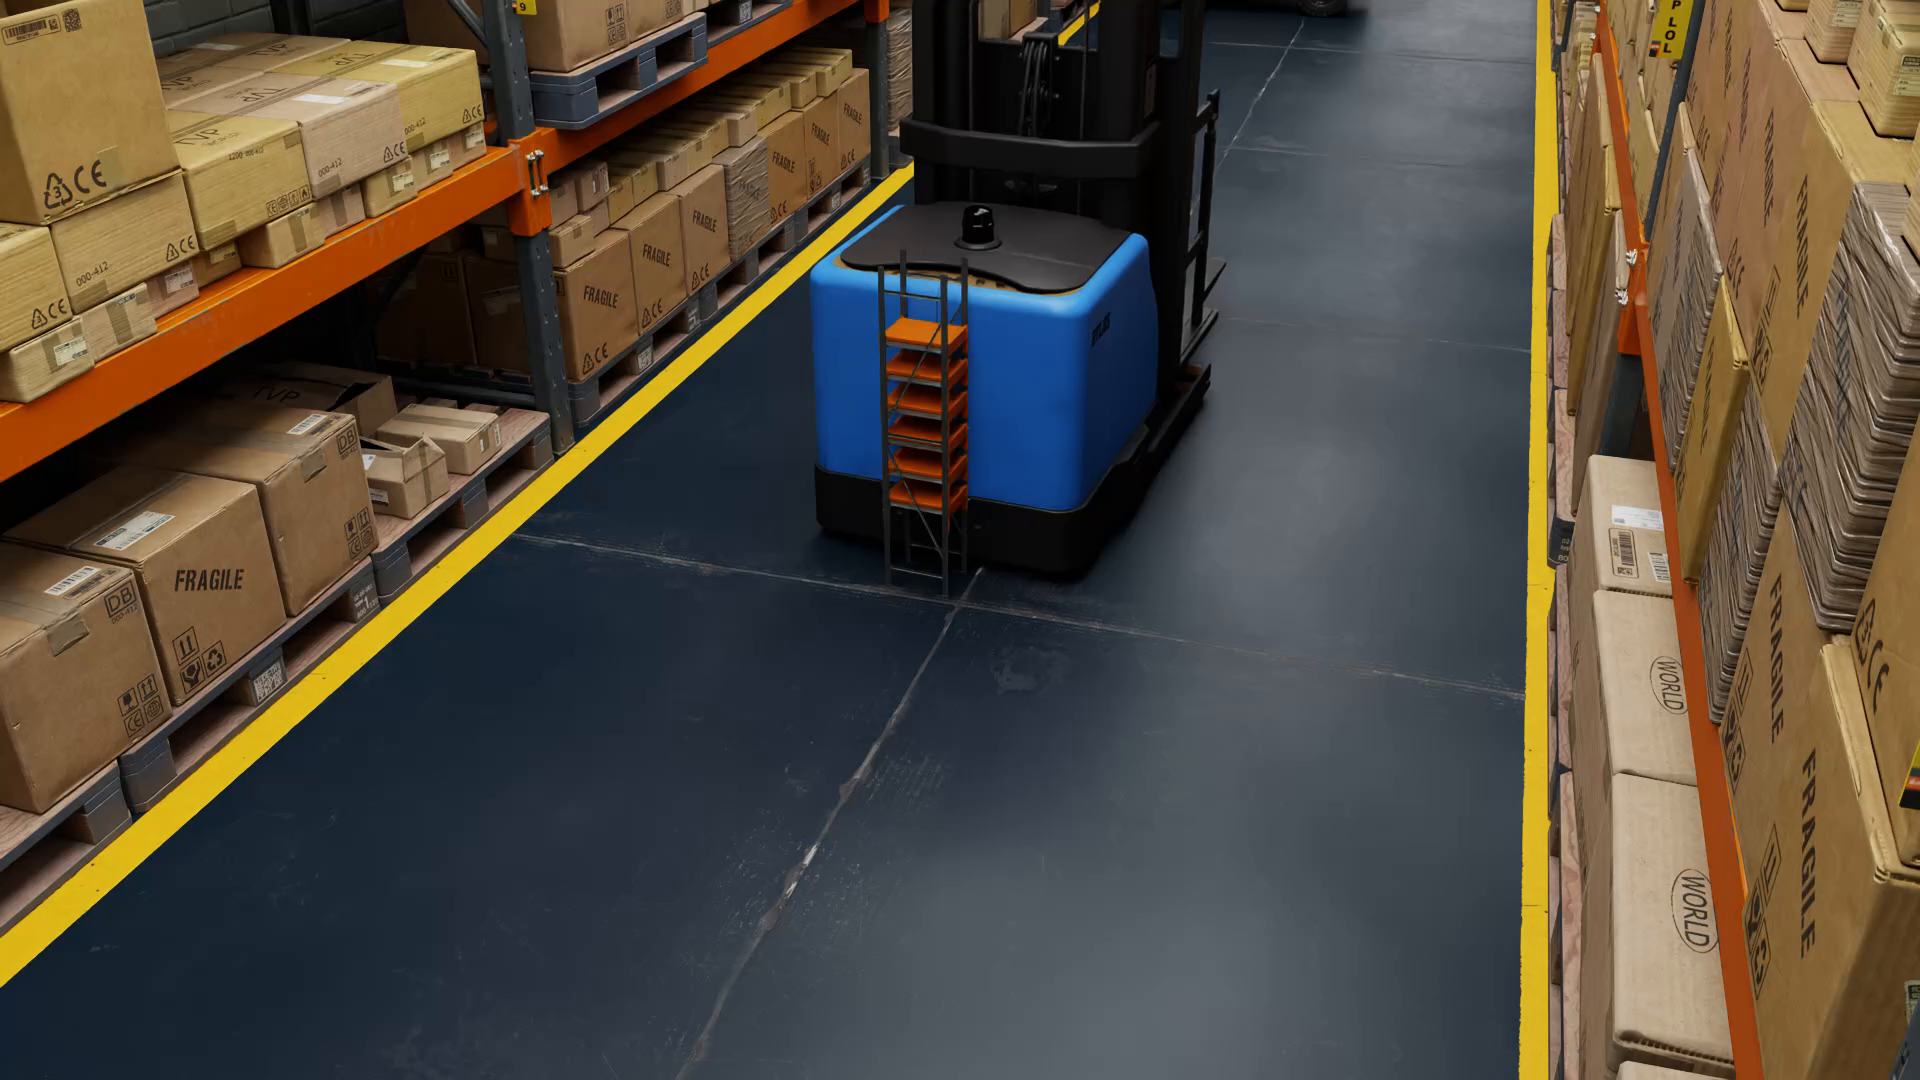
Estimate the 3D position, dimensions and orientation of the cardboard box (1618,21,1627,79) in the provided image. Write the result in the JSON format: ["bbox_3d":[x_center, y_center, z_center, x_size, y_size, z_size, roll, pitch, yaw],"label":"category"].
[{"bbox_3d":[3.137,-2.161,7.204,0.500,0.250,0.500,9,30,17],"label":"cardboard box"}]

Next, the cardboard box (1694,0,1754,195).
[{"bbox_3d":[2.115,-1.104,4.017,0.500,0.500,0.500,8,30,14],"label":"cardboard box"}]

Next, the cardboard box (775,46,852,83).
[{"bbox_3d":[-0.835,-2.718,9.523,0.380,0.149,0.250,7,30,12],"label":"cardboard box"}]

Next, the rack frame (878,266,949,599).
[{"bbox_3d":[-0.153,-0.338,5.624,0.240,1.200,0.006,11,31,18],"label":"rack frame"}]

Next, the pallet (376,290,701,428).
[{"bbox_3d":[-1.903,-0.915,7.678,1.003,0.211,1.213,8,30,15],"label":"pallet"}]

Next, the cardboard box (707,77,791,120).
[{"bbox_3d":[-1.126,-2.355,8.869,0.380,0.149,0.250,9,30,16],"label":"cardboard box"}]

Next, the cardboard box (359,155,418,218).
[{"bbox_3d":[-2.067,-1.208,5.594,0.380,0.149,0.250,9,30,16],"label":"cardboard box"}]

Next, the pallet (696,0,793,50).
[{"bbox_3d":[-1.498,-2.621,8.073,1.003,0.211,1.213,8,30,15],"label":"pallet"}]

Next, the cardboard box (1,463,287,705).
[{"bbox_3d":[-2.471,0.124,5.082,0.500,0.500,0.500,9,30,16],"label":"cardboard box"}]

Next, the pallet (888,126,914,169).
[{"bbox_3d":[-0.653,-2.768,11.008,1.003,0.211,1.213,8,30,15],"label":"pallet"}]

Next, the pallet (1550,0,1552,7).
[{"bbox_3d":[5.868,-4.994,15.010,1.003,0.211,1.213,8,30,15],"label":"pallet"}]

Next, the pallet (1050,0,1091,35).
[{"bbox_3d":[0.516,-4.613,14.325,1.003,0.211,1.213,8,30,15],"label":"pallet"}]

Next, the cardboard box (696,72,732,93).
[{"bbox_3d":[-1.483,-2.539,9.201,0.380,0.149,0.250,9,30,16],"label":"cardboard box"}]

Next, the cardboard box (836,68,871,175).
[{"bbox_3d":[-0.851,-2.473,9.750,0.500,0.500,0.500,9,30,16],"label":"cardboard box"}]

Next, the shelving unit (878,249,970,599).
[{"bbox_3d":[-0.120,-0.380,5.698,0.258,1.200,0.189,11,31,18],"label":"shelving unit"}]

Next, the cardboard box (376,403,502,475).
[{"bbox_3d":[-1.989,-0.387,6.361,0.380,0.149,0.250,8,30,13],"label":"cardboard box"}]

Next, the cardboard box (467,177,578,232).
[{"bbox_3d":[-1.804,-1.392,6.833,0.380,0.149,0.250,8,30,14],"label":"cardboard box"}]

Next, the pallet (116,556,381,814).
[{"bbox_3d":[-2.665,0.356,5.393,1.003,0.211,1.213,8,30,15],"label":"pallet"}]

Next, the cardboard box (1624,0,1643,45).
[{"bbox_3d":[2.957,-2.152,6.672,0.500,0.250,0.500,9,30,16],"label":"cardboard box"}]

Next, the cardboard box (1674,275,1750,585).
[{"bbox_3d":[1.797,-0.204,3.428,0.500,0.500,0.500,9,30,16],"label":"cardboard box"}]

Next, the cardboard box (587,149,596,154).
[{"bbox_3d":[-1.956,-1.817,7.903,0.380,0.149,0.250,9,30,16],"label":"cardboard box"}]

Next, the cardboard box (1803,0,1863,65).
[{"bbox_3d":[1.834,-0.993,3.151,0.380,0.149,0.250,9,30,15],"label":"cardboard box"}]

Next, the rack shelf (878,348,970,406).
[{"bbox_3d":[-0.120,-0.550,5.603,0.258,0.103,0.180,11,31,18],"label":"rack shelf"}]

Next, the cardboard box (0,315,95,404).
[{"bbox_3d":[-2.496,-0.487,4.298,0.380,0.149,0.250,8,30,13],"label":"cardboard box"}]

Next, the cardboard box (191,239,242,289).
[{"bbox_3d":[-2.401,-0.863,4.975,0.380,0.149,0.250,9,30,16],"label":"cardboard box"}]

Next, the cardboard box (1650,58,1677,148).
[{"bbox_3d":[2.537,-1.436,5.386,0.500,0.250,0.500,8,30,15],"label":"cardboard box"}]

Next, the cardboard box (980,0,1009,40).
[{"bbox_3d":[-0.135,-4.010,12.384,0.875,0.625,0.625,8,30,14],"label":"cardboard box"}]

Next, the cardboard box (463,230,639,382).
[{"bbox_3d":[-1.749,-1.034,7.163,0.500,0.500,0.500,10,31,17],"label":"cardboard box"}]

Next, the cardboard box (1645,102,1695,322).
[{"bbox_3d":[2.252,-0.907,4.692,0.500,0.500,0.500,9,30,17],"label":"cardboard box"}]

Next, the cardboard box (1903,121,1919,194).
[{"bbox_3d":[1.540,-0.509,2.281,0.380,0.149,0.250,9,30,16],"label":"cardboard box"}]

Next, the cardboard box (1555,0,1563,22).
[{"bbox_3d":[5.052,-4.305,13.300,0.500,0.250,0.500,8,30,14],"label":"cardboard box"}]

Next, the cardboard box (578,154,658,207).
[{"bbox_3d":[-1.607,-1.644,7.591,0.380,0.149,0.250,8,30,14],"label":"cardboard box"}]

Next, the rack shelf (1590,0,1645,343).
[{"bbox_3d":[3.227,-1.659,6.886,1.077,0.370,4.000,8,30,15],"label":"rack shelf"}]

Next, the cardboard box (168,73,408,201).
[{"bbox_3d":[-2.155,-1.308,5.365,0.500,0.250,0.500,9,30,15],"label":"cardboard box"}]

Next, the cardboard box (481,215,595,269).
[{"bbox_3d":[-1.746,-1.254,6.890,0.380,0.149,0.250,10,31,17],"label":"cardboard box"}]

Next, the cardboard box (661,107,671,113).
[{"bbox_3d":[-1.711,-2.177,8.551,0.380,0.149,0.250,9,30,15],"label":"cardboard box"}]

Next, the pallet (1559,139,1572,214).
[{"bbox_3d":[4.045,-2.047,9.713,1.003,0.211,1.213,8,30,15],"label":"pallet"}]

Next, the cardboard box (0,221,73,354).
[{"bbox_3d":[-2.596,-0.599,4.089,0.500,0.250,0.500,8,30,14],"label":"cardboard box"}]

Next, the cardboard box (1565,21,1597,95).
[{"bbox_3d":[4.629,-3.218,11.220,0.950,0.372,0.625,10,31,18],"label":"cardboard box"}]

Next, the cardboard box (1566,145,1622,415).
[{"bbox_3d":[3.003,-1.019,6.750,0.875,0.875,0.875,9,30,16],"label":"cardboard box"}]

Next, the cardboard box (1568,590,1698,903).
[{"bbox_3d":[2.091,0.585,4.316,0.875,0.438,0.875,8,30,13],"label":"cardboard box"}]

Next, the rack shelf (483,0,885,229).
[{"bbox_3d":[-1.519,-2.365,8.156,1.077,0.370,4.000,8,30,15],"label":"rack shelf"}]

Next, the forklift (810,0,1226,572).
[{"bbox_3d":[0.466,-1.866,6.590,1.130,2.935,3.031,11,31,18],"label":"forklift"}]

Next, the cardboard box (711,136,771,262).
[{"bbox_3d":[-1.293,-1.754,8.458,0.500,0.500,0.500,7,30,13],"label":"cardboard box"}]

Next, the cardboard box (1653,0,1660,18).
[{"bbox_3d":[2.676,-2.009,5.645,0.500,0.500,0.500,9,30,16],"label":"cardboard box"}]

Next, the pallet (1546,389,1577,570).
[{"bbox_3d":[2.795,-0.194,6.382,1.003,0.211,1.213,8,30,15],"label":"pallet"}]

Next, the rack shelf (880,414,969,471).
[{"bbox_3d":[-0.120,-0.341,5.720,0.258,0.103,0.180,11,31,18],"label":"rack shelf"}]

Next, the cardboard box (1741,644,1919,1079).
[{"bbox_3d":[1.355,0.510,2.146,0.500,0.500,0.500,9,30,15],"label":"cardboard box"}]

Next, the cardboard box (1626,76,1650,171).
[{"bbox_3d":[2.681,-1.459,5.942,0.500,0.250,0.500,8,30,14],"label":"cardboard box"}]

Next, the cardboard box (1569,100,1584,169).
[{"bbox_3d":[3.990,-2.199,9.388,0.950,0.372,0.625,6,30,11],"label":"cardboard box"}]

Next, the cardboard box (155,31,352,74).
[{"bbox_3d":[-2.510,-1.623,5.930,0.500,0.250,0.500,8,30,14],"label":"cardboard box"}]

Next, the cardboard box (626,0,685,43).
[{"bbox_3d":[-1.598,-2.411,6.964,0.700,0.500,0.500,9,30,15],"label":"cardboard box"}]

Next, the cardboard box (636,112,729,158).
[{"bbox_3d":[-1.372,-1.999,8.230,0.380,0.149,0.250,9,30,15],"label":"cardboard box"}]

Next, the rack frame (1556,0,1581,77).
[{"bbox_3d":[4.988,-4.762,11.724,1.000,3.000,0.127,8,30,15],"label":"rack frame"}]

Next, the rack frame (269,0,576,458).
[{"bbox_3d":[-2.106,-1.750,6.311,1.000,3.000,0.127,8,30,15],"label":"rack frame"}]

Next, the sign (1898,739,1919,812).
[{"bbox_3d":[0.951,0.122,1.511,0.100,0.325,0.005,8,30,15],"label":"sign"}]

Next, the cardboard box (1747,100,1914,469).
[{"bbox_3d":[1.654,-0.400,2.752,0.500,0.500,0.500,8,30,15],"label":"cardboard box"}]

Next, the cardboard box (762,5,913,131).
[{"bbox_3d":[-0.736,-3.043,10.645,0.875,0.625,0.625,9,30,16],"label":"cardboard box"}]
